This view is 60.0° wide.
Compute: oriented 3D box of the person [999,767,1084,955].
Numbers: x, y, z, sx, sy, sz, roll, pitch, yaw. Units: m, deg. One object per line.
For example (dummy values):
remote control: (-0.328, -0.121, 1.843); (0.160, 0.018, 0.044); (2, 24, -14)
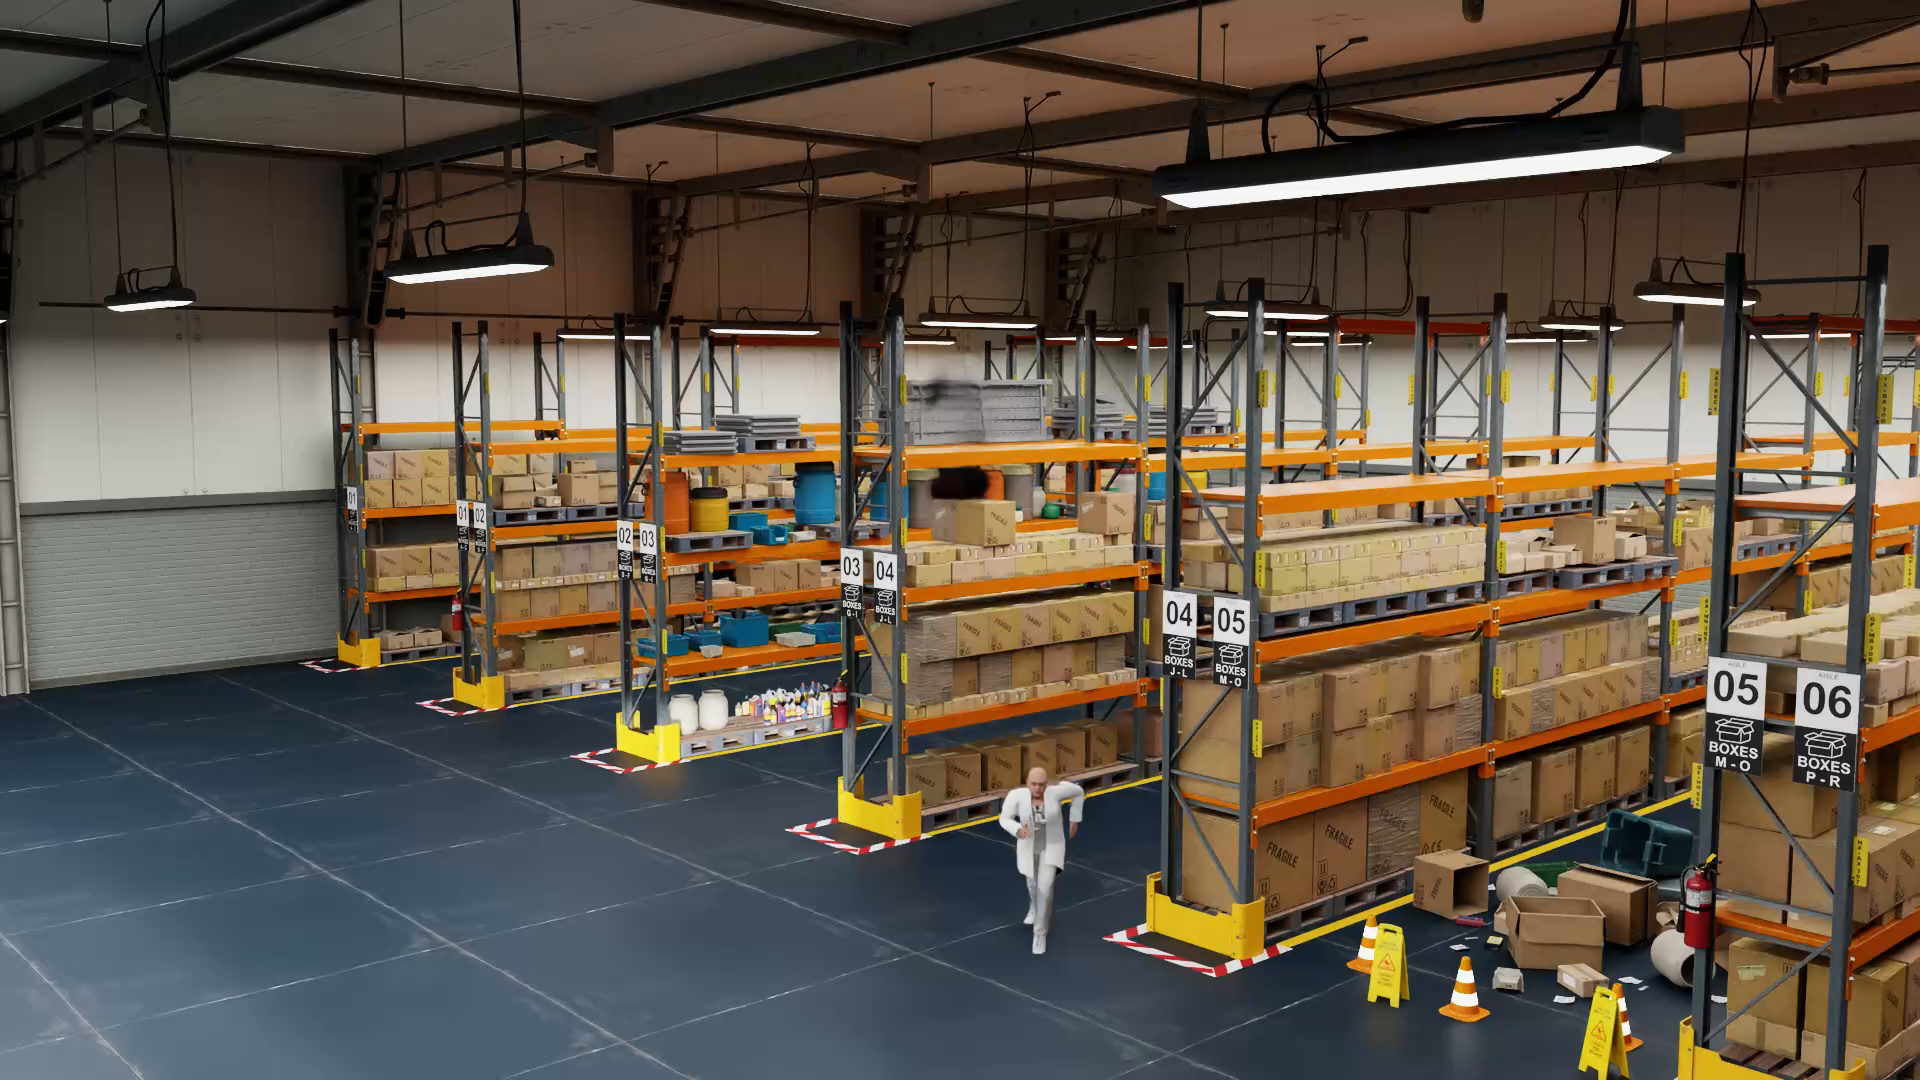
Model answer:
person: (0.748, 2.860, 15.168); (0.752, 1.757, 1.076); (1, 6, 7)

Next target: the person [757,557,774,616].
person: (-3.693, 1.131, 31.726); (0.696, 1.828, 0.916); (5, 7, 41)
